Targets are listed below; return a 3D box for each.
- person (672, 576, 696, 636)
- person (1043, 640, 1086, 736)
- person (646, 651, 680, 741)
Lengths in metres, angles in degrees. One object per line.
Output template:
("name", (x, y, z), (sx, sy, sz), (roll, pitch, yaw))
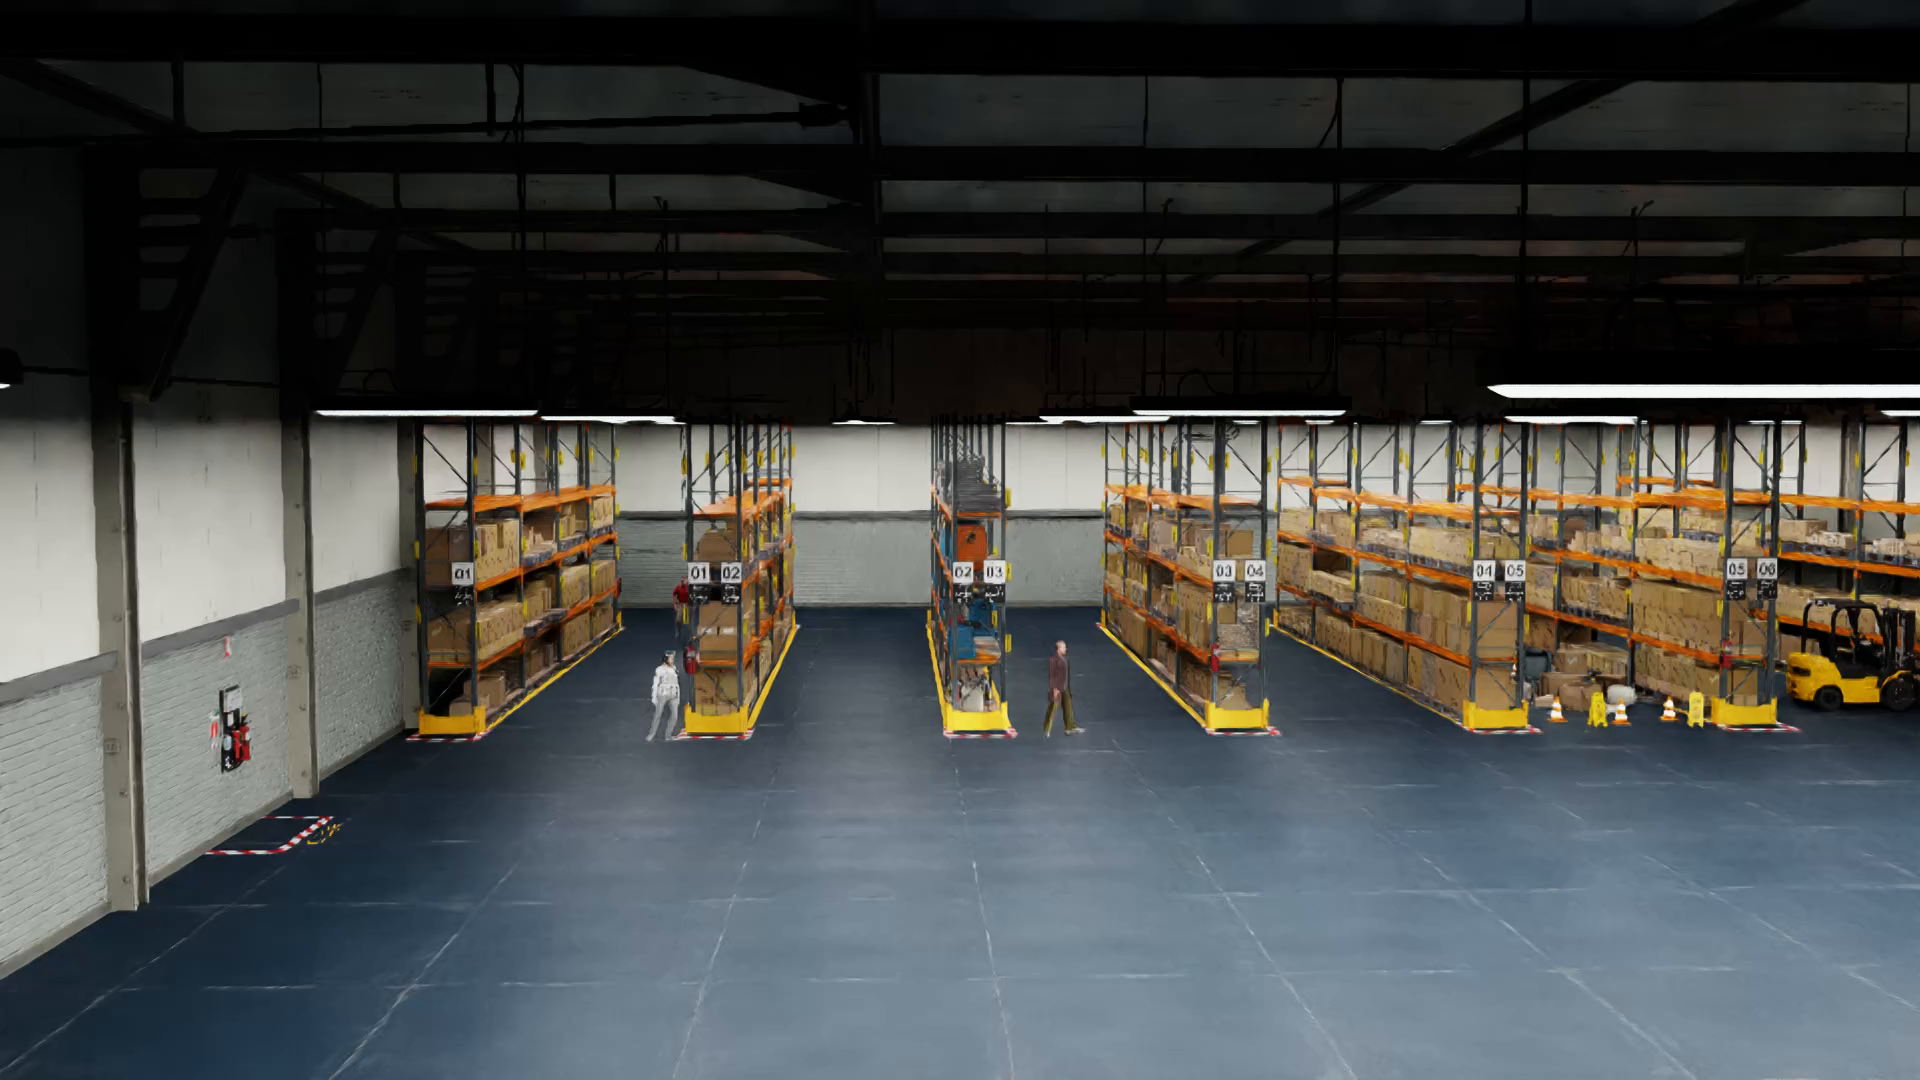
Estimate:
("person", (-7.495, 1.809, 45.310), (0.682, 1.676, 0.535), (0, 4, -5))
("person", (1.876, 2.727, 30.769), (0.613, 1.768, 0.778), (3, 5, 36))
("person", (-5.431, 2.843, 30.338), (0.611, 1.653, 0.491), (-3, 5, -40))
